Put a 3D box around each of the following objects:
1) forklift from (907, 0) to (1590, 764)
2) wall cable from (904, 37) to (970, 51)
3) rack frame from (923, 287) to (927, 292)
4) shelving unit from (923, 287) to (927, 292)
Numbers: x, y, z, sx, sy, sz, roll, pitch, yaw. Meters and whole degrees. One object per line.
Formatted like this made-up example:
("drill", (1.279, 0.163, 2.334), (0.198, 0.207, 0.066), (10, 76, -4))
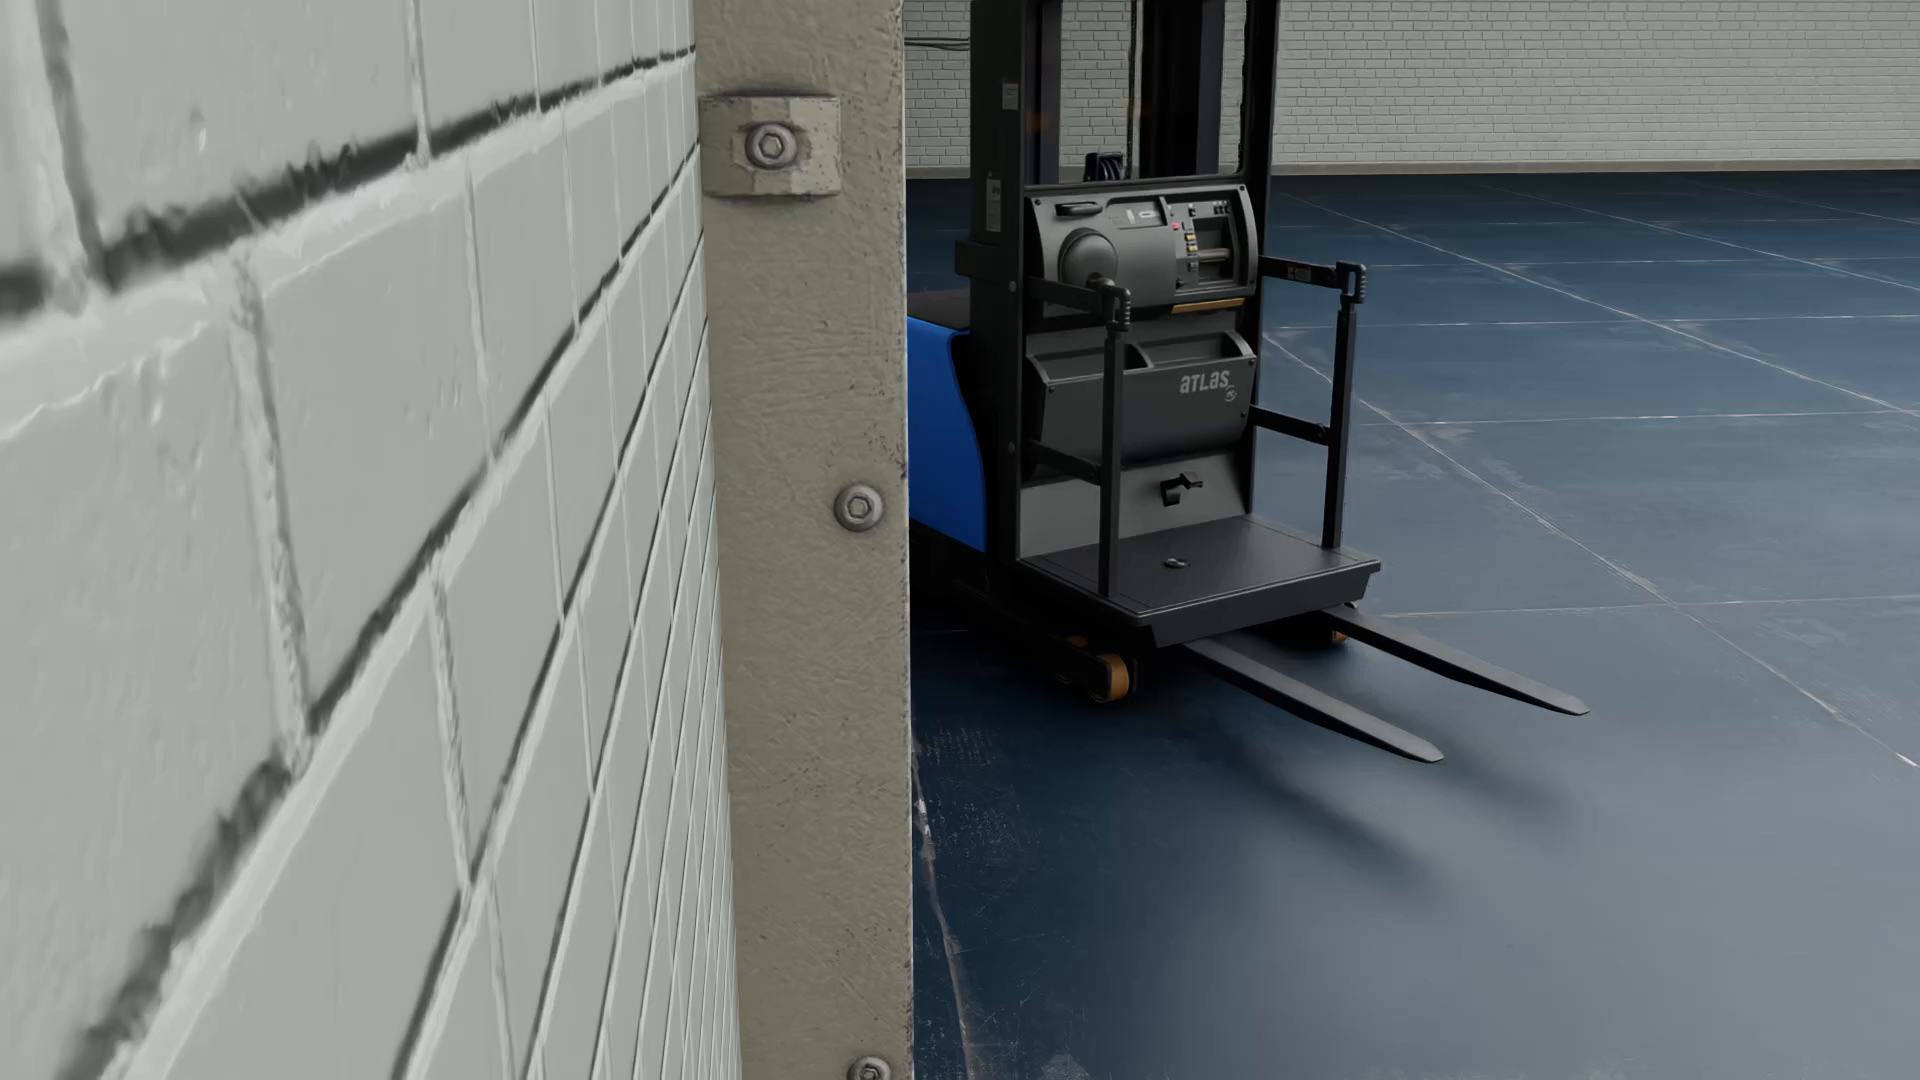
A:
("forklift", (0.757, -1.021, 5.535), (1.130, 2.935, 3.031), (-11, 20, -30))
("wall cable", (-1.100, -7.849, 22.337), (3.097, 2.526, 0.112), (-2, 18, -6))
("rack frame", (-0.227, -0.564, 7.221), (0.200, 1.050, 0.008), (-11, 20, -30))
("shelving unit", (-0.163, -0.533, 7.123), (0.215, 1.050, 0.252), (-11, 20, -30))
